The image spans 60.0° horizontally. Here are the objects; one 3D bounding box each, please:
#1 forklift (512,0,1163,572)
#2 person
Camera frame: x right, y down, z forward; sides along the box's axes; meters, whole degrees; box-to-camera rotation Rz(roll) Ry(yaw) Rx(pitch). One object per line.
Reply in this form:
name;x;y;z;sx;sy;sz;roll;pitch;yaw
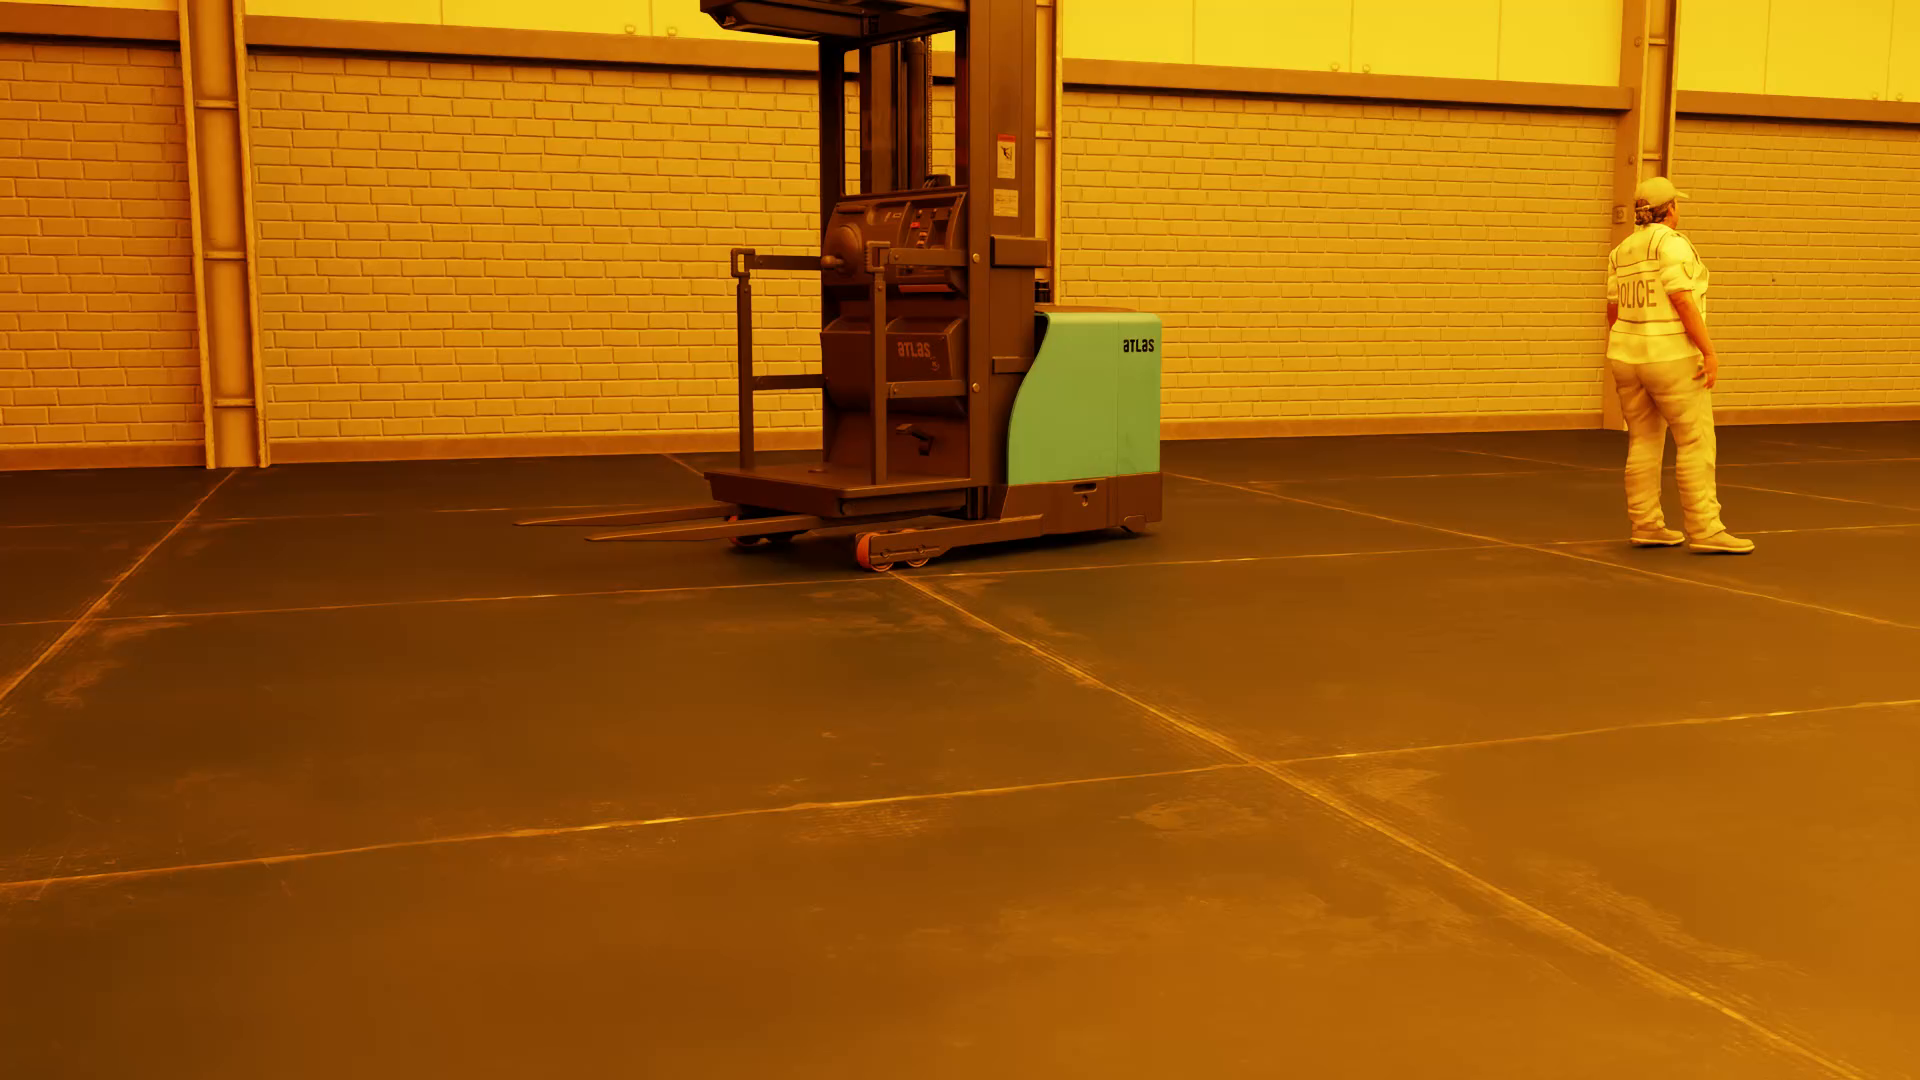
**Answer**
forklift;-0.461;-1.399;7.333;3.031;2.935;1.130;-7;10;-40
person;3.252;-0.797;7.550;0.529;1.670;0.598;-3;8;-18
